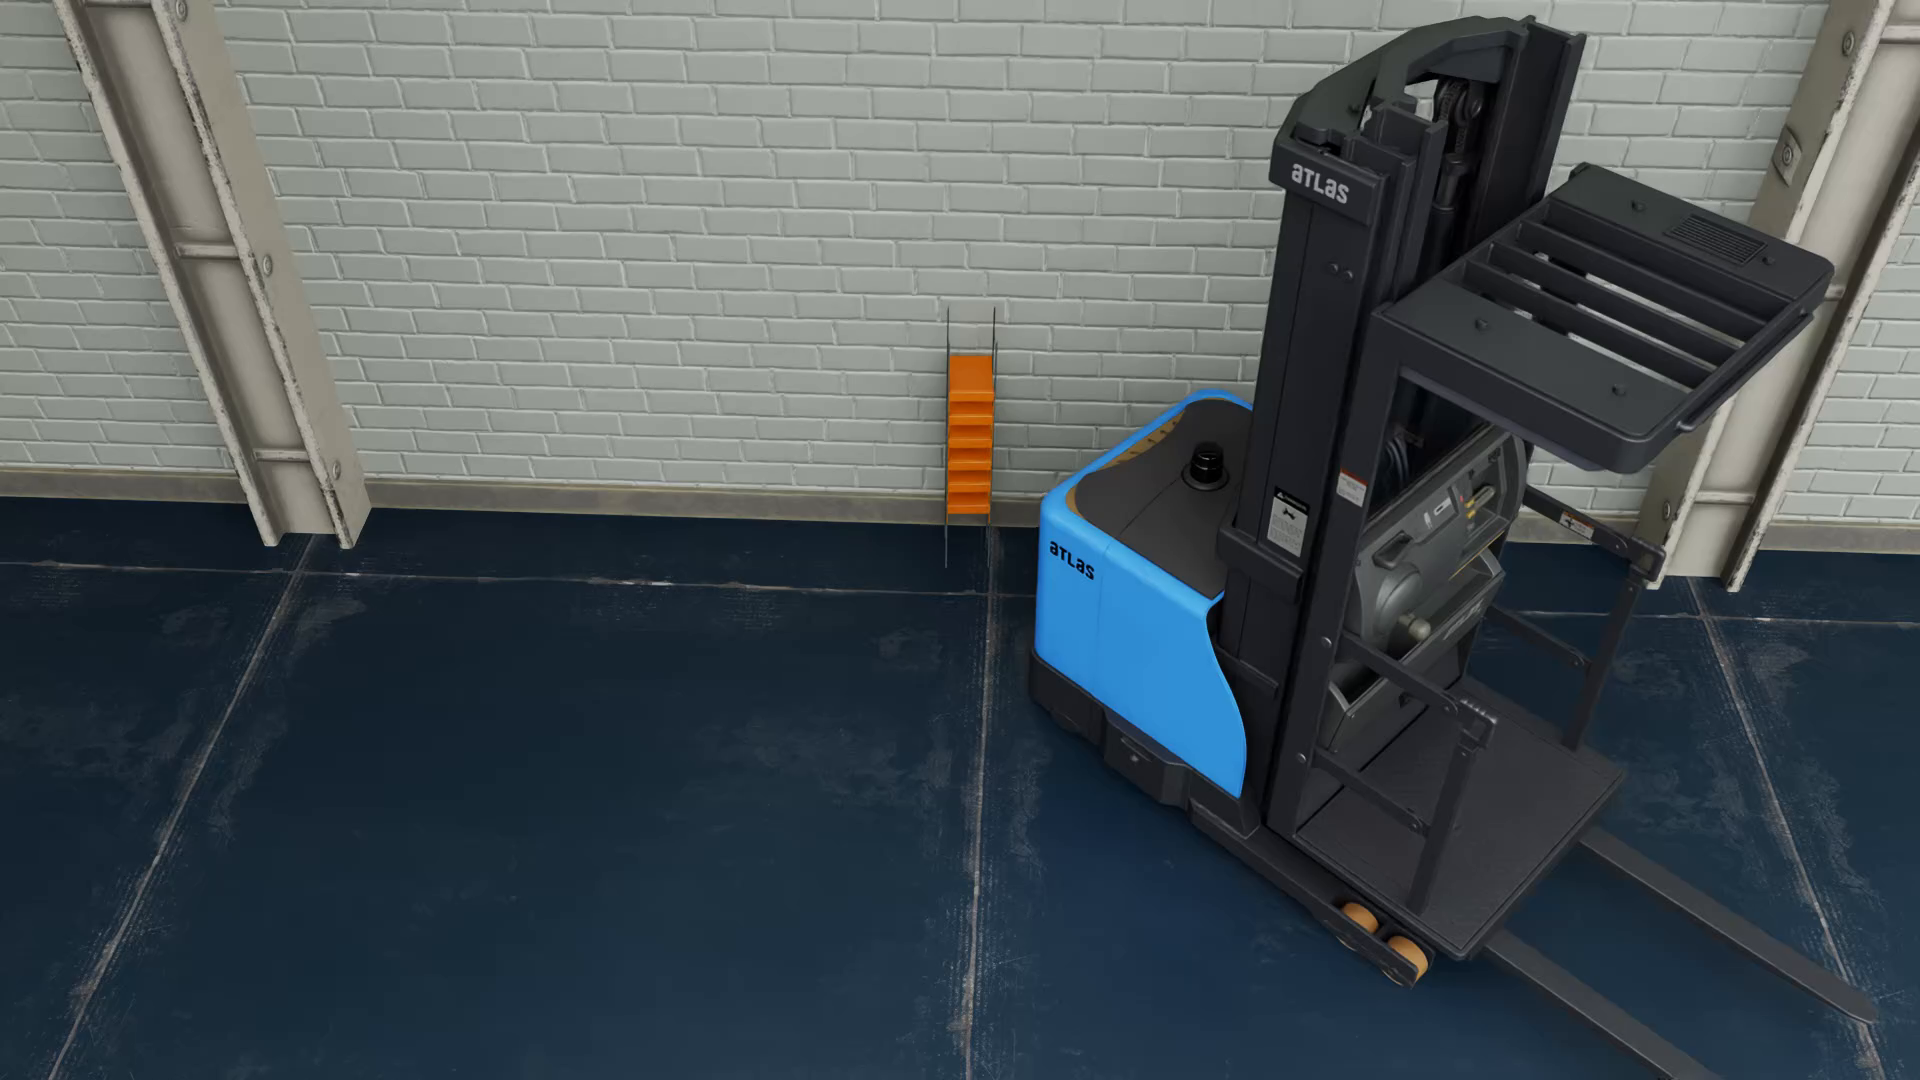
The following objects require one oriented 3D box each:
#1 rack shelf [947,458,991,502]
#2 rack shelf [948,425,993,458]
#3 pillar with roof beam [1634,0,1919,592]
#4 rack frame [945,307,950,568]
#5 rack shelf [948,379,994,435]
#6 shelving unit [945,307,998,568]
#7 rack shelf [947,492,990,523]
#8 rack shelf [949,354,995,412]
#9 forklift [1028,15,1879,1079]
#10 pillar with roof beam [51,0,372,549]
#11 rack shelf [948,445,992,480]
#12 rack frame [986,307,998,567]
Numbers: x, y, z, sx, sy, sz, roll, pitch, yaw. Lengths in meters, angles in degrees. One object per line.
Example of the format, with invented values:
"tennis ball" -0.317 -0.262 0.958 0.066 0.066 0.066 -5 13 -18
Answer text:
"rack shelf" 0.035 -0.280 6.994 0.180 0.103 0.258 0 43 -2
"rack shelf" 0.039 -0.455 6.830 0.180 0.103 0.258 0 43 -2
"pillar with roof beam" 2.944 -0.250 1.002 0.400 9.000 9.100 2 43 2
"rack frame" -0.054 -0.400 6.879 0.006 1.200 0.240 0 43 -2
"rack shelf" 0.041 -0.543 6.748 0.180 0.103 0.258 0 43 -2
"shelving unit" 0.038 -0.400 6.882 0.189 1.200 0.258 0 43 -2
"rack shelf" 0.033 -0.193 7.076 0.180 0.103 0.258 0 43 -2
"rack shelf" 0.043 -0.630 6.666 0.180 0.103 0.258 0 43 -2
"forklift" 1.667 0.046 5.135 1.130 2.935 3.031 -34 53 -31
"pillar with roof beam" -3.050 -0.435 1.200 0.400 9.000 9.100 2 43 2
"rack shelf" 0.037 -0.368 6.912 0.180 0.103 0.258 0 43 -2
"rack frame" 0.129 -0.401 6.884 0.006 1.200 0.240 0 43 -2
